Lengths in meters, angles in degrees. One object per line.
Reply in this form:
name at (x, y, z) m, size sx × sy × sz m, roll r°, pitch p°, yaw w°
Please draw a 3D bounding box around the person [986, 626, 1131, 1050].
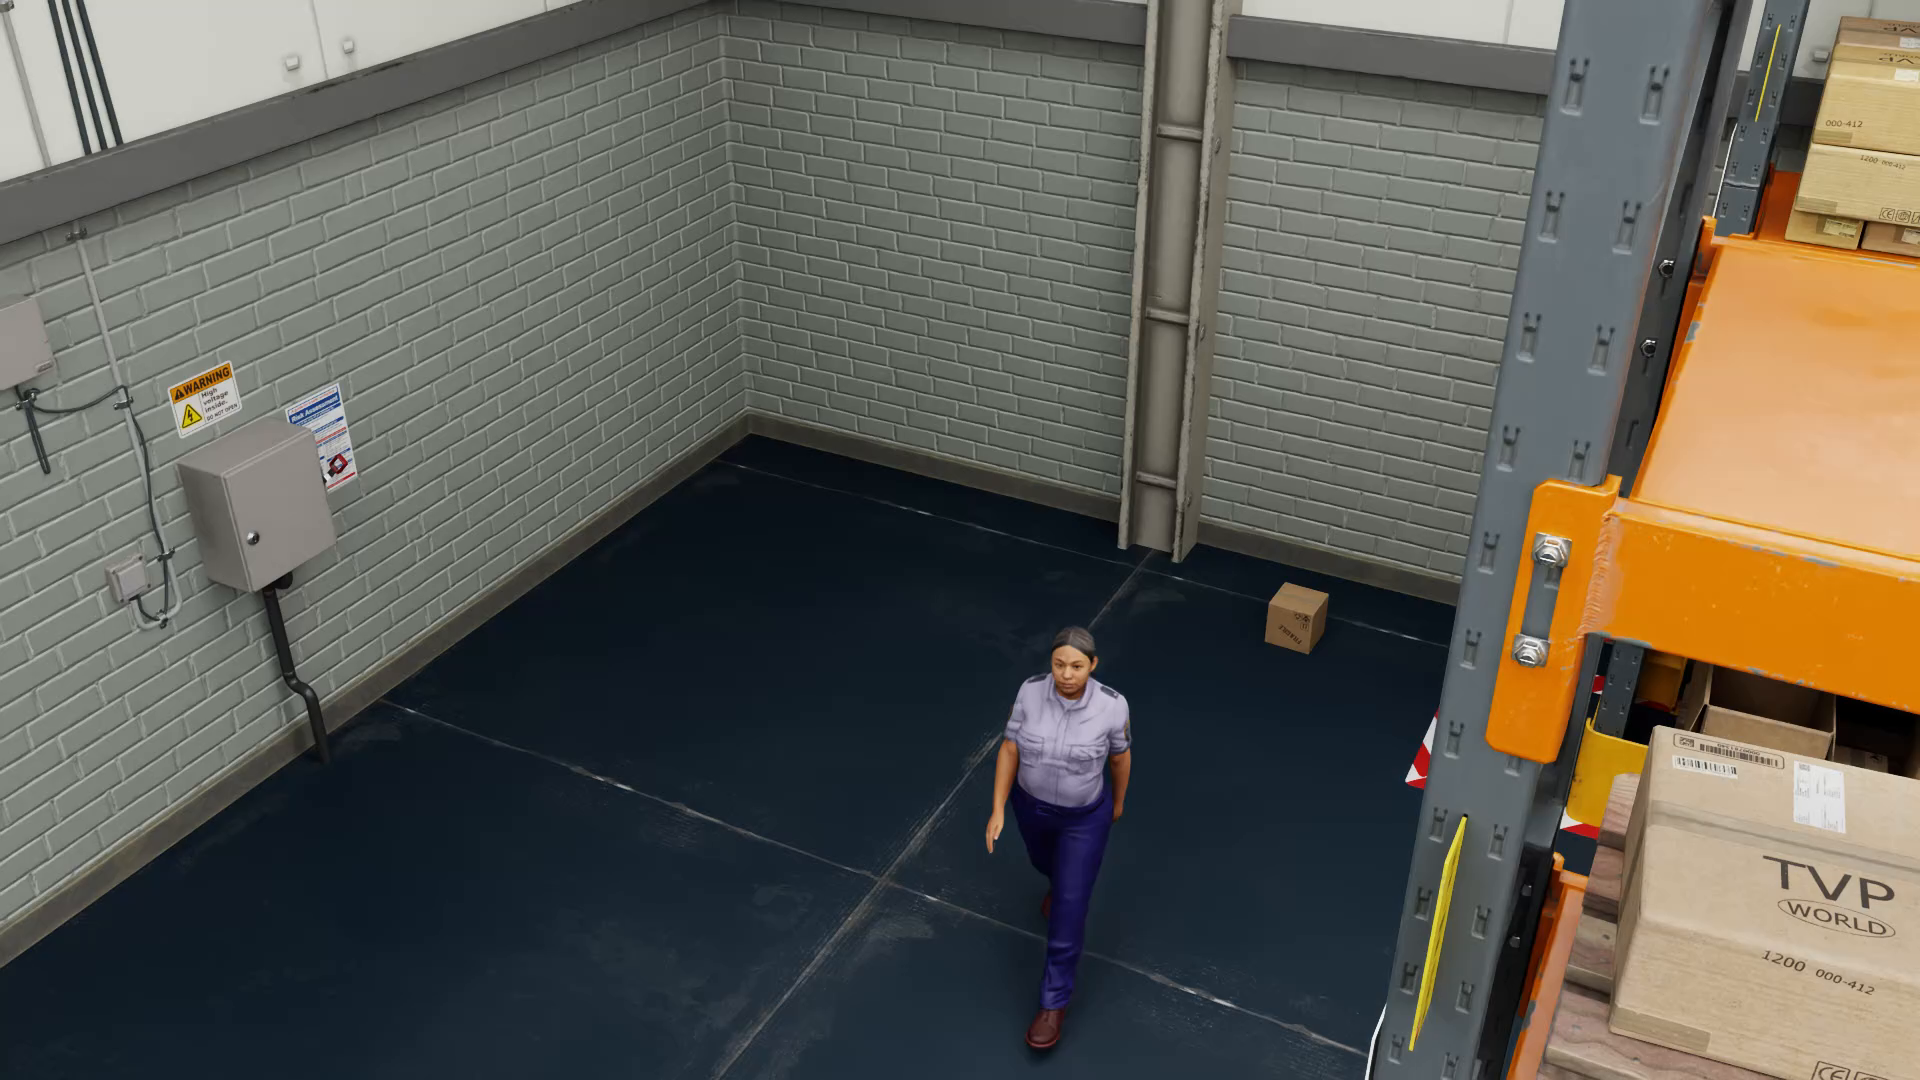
person at (0.369, 1.069, 6.477) m, size 0.478 × 1.571 × 0.996 m, roll 13°, pitch 33°, yaw 21°
